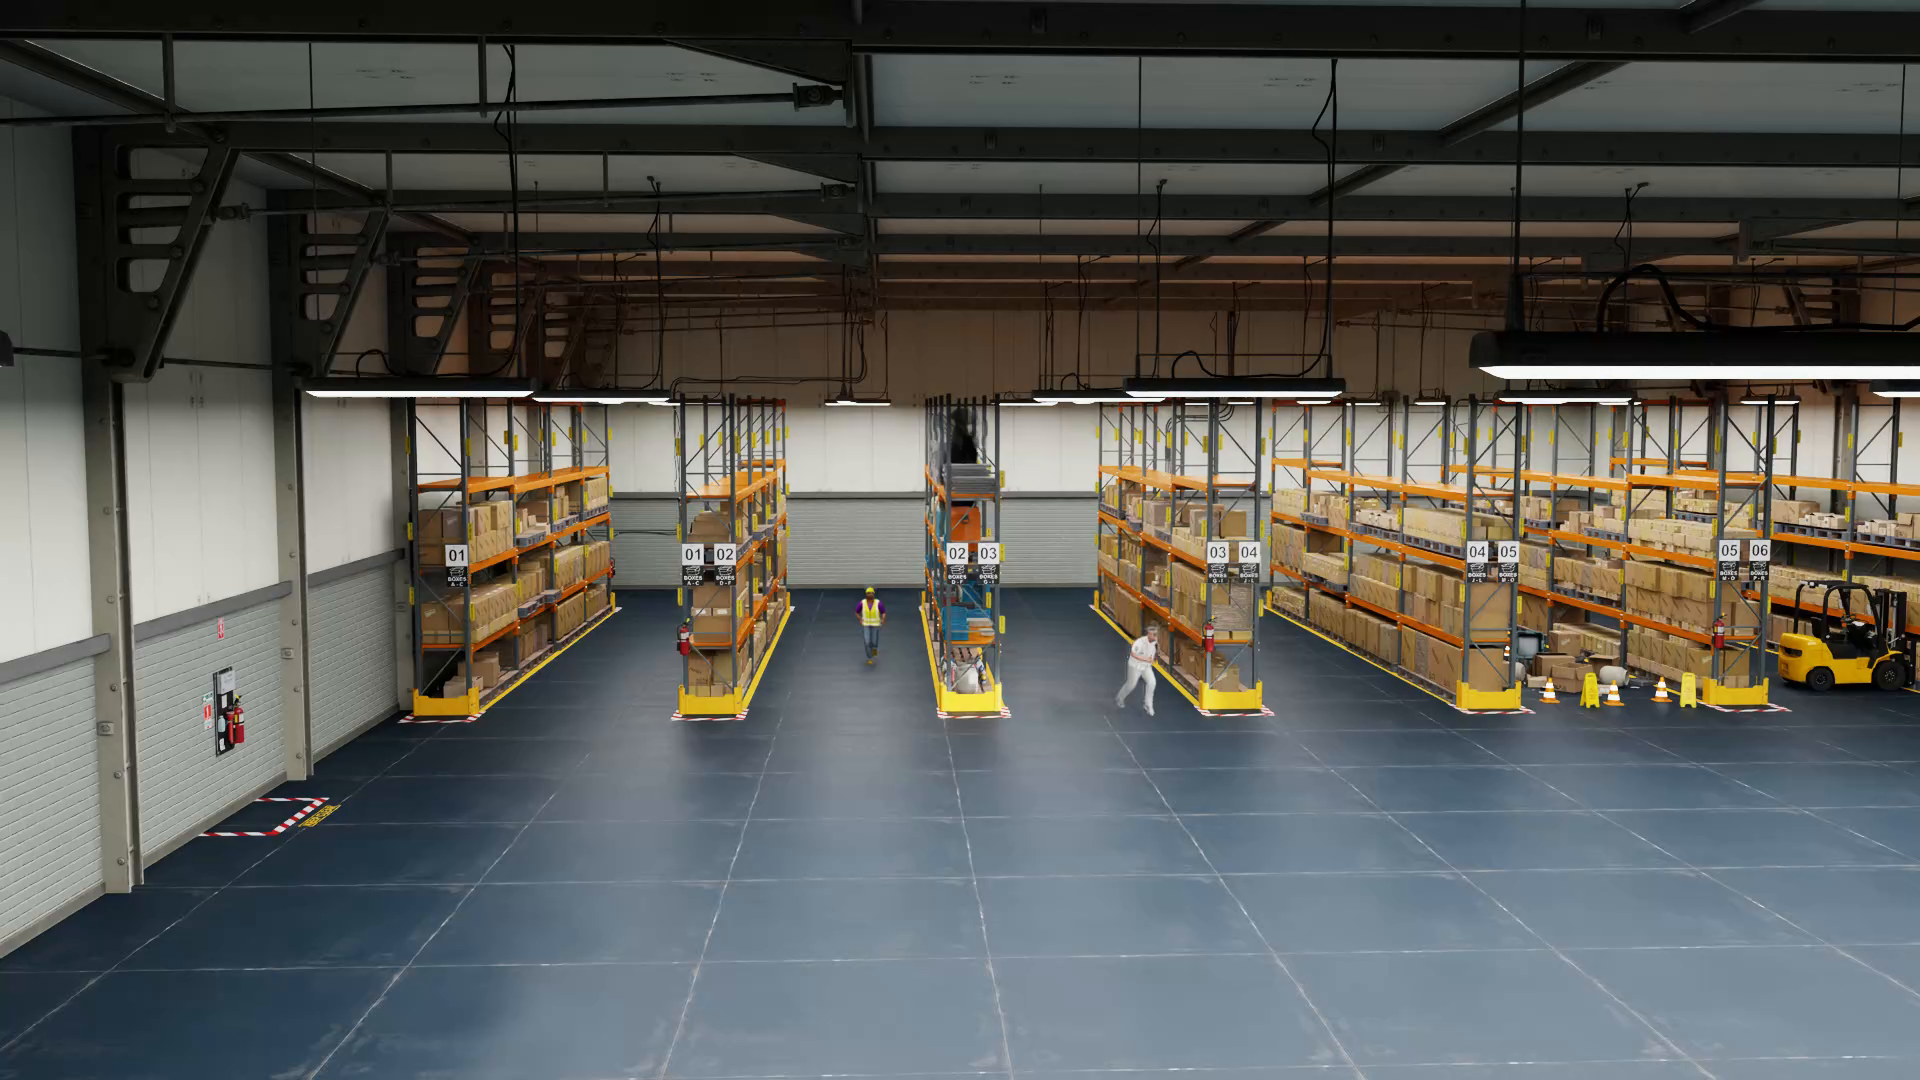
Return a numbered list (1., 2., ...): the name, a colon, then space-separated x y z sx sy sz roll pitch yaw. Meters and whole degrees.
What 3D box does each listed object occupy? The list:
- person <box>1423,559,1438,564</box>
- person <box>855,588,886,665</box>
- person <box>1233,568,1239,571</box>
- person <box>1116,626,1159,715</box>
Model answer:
1. person: 13.955 0.950 49.411 0.736 1.804 0.744 1 5 13
2. person: -2.014 1.922 37.331 0.702 1.726 0.568 0 5 -2
3. person: 8.215 1.072 48.709 0.580 1.682 0.592 -2 5 -19
4. person: 3.357 2.453 31.425 0.708 1.710 1.019 -4 6 -41
